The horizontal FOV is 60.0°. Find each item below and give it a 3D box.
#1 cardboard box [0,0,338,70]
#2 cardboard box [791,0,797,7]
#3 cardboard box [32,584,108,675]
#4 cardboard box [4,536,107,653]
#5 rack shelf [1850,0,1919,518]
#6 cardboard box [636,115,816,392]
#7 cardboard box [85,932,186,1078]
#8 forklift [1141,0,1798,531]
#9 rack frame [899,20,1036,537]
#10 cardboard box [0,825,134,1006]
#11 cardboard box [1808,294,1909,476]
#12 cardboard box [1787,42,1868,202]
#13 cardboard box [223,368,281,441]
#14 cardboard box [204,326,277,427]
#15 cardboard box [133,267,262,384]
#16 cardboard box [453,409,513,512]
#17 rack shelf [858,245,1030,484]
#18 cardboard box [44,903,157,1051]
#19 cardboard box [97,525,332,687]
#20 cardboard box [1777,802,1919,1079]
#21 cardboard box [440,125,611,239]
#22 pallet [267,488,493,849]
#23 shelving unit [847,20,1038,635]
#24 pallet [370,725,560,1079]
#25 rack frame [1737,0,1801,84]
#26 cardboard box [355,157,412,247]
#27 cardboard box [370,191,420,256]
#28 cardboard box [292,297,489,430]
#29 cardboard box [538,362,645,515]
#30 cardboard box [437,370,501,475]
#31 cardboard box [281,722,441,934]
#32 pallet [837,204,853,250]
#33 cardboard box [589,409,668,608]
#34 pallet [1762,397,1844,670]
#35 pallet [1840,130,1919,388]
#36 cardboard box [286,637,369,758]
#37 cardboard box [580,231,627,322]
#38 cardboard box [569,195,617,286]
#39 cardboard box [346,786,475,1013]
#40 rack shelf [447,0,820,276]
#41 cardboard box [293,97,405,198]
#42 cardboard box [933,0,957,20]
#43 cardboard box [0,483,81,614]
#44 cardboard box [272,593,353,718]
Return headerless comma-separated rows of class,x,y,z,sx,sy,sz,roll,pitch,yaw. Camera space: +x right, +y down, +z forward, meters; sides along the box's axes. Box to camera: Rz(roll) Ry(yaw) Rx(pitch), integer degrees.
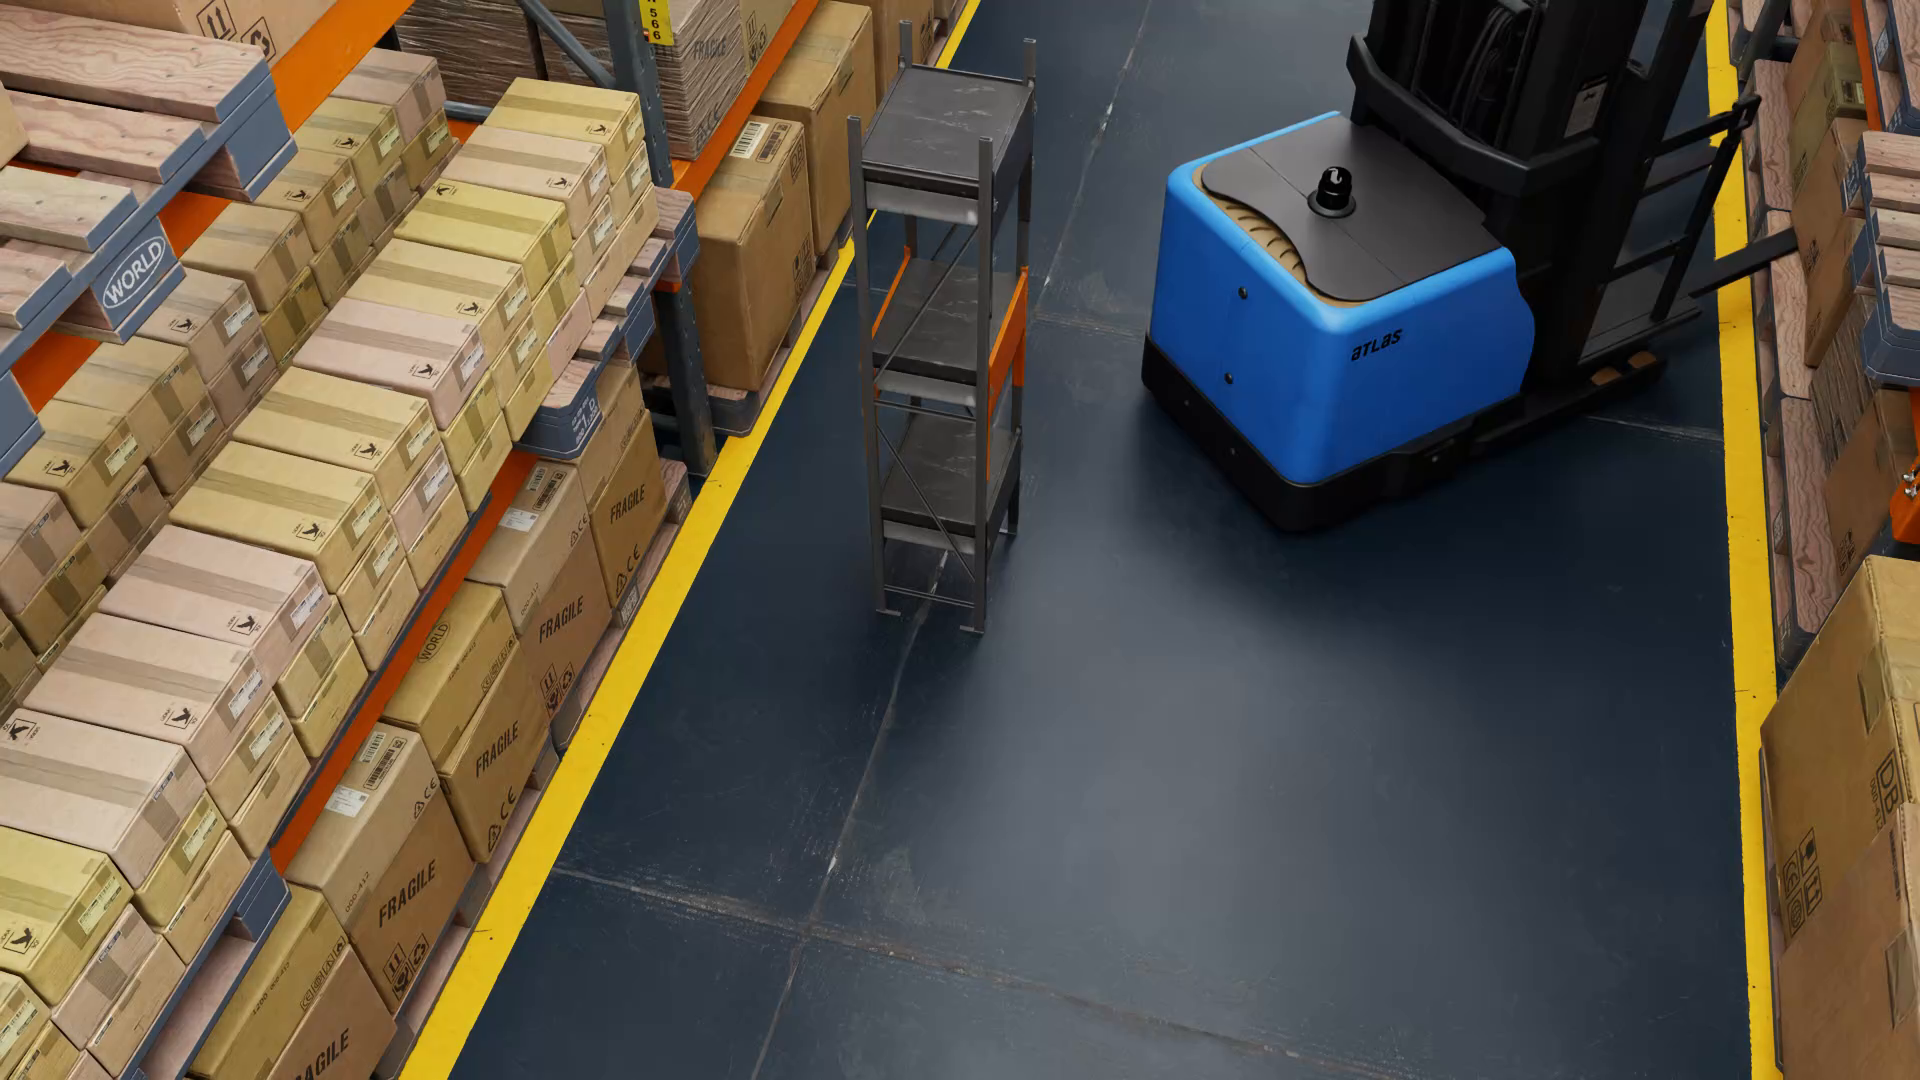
cardboard box,-1.608,-1.208,3.248,0.500,0.500,0.500,12,50,10
cardboard box,-0.805,-2.408,6.308,0.500,0.500,0.500,12,50,10
cardboard box,-2.248,0.198,3.962,0.380,0.149,0.250,14,50,12
cardboard box,-2.243,0.088,3.861,0.380,0.149,0.250,12,50,10
rack shelf,3.837,-1.527,6.077,1.077,0.370,4.000,12,50,10
cardboard box,-1.201,-1.187,6.518,1.050,0.750,0.750,11,49,10
cardboard box,-1.817,0.891,3.350,0.380,0.149,0.250,12,50,10
forklift,2.271,-1.827,5.908,3.031,2.935,1.130,-23,52,-19
rack frame,0.021,-0.752,5.513,0.400,2.100,0.015,12,50,10
cardboard box,-1.816,0.688,3.132,0.380,0.149,0.250,12,50,10
cardboard box,3.601,-0.529,6.090,0.700,0.500,0.500,8,49,7
cardboard box,4.037,-1.749,7.167,0.700,0.500,0.500,11,50,10
cardboard box,-2.039,-0.364,4.458,0.380,0.149,0.250,13,50,11
cardboard box,-2.038,-0.462,4.346,0.380,0.149,0.250,12,50,10
cardboard box,-2.033,-0.568,4.241,0.380,0.149,0.250,14,50,12
cardboard box,-1.407,-0.239,4.347,0.380,0.149,0.250,10,49,8
rack shelf,-0.044,-0.566,5.367,0.431,0.518,0.480,12,50,10
cardboard box,-1.820,0.800,3.232,0.380,0.149,0.250,13,50,11
cardboard box,-1.614,0.141,3.616,0.380,0.149,0.250,13,50,11
cardboard box,2.867,1.384,4.165,1.225,0.875,0.875,12,50,10
cardboard box,-1.203,-0.997,4.620,0.380,0.149,0.250,11,49,10
pallet,-1.930,0.133,4.260,1.003,0.211,1.213,12,50,10
shelving unit,-0.044,-0.575,5.357,0.431,2.100,0.503,12,50,10
pallet,-1.978,0.997,5.229,1.003,0.211,1.213,12,50,10
rack frame,4.363,-3.212,7.084,1.000,3.000,0.127,12,50,10
cardboard box,-1.838,-1.018,4.837,0.380,0.149,0.250,14,50,12
cardboard box,-1.831,-0.948,4.974,0.380,0.149,0.250,14,50,12
cardboard box,-1.408,-0.440,4.128,0.380,0.149,0.250,12,50,10
cardboard box,-1.375,-0.384,5.475,0.500,0.250,0.500,11,49,9
cardboard box,-1.408,-0.333,4.232,0.380,0.149,0.250,11,50,10
cardboard box,-1.775,0.727,4.495,0.500,0.250,0.500,13,50,11
pallet,-0.845,-1.883,7.771,1.003,0.211,1.213,12,50,10
cardboard box,-1.369,-0.154,5.773,0.500,0.500,0.500,11,50,10
pallet,3.518,0.039,6.074,1.003,0.211,1.213,12,50,10
pallet,3.395,-0.791,5.076,1.213,0.211,1.003,12,50,10
cardboard box,-1.615,0.327,3.848,0.380,0.149,0.250,11,49,9
cardboard box,-1.202,-0.799,4.842,0.380,0.149,0.250,11,50,10
cardboard box,-1.207,-0.884,4.719,0.380,0.149,0.250,13,50,11
cardboard box,-1.788,0.964,4.785,0.500,0.500,0.500,12,50,11
rack shelf,-0.922,-2.579,7.005,1.077,0.370,4.000,12,50,10
cardboard box,-1.825,-1.132,4.739,0.380,0.149,0.250,10,49,9
cardboard box,-0.472,-3.191,8.286,1.050,0.750,0.750,11,50,10
cardboard box,-2.240,-0.001,3.741,0.380,0.149,0.250,10,49,8
cardboard box,-1.613,0.225,3.740,0.380,0.149,0.250,11,49,9
